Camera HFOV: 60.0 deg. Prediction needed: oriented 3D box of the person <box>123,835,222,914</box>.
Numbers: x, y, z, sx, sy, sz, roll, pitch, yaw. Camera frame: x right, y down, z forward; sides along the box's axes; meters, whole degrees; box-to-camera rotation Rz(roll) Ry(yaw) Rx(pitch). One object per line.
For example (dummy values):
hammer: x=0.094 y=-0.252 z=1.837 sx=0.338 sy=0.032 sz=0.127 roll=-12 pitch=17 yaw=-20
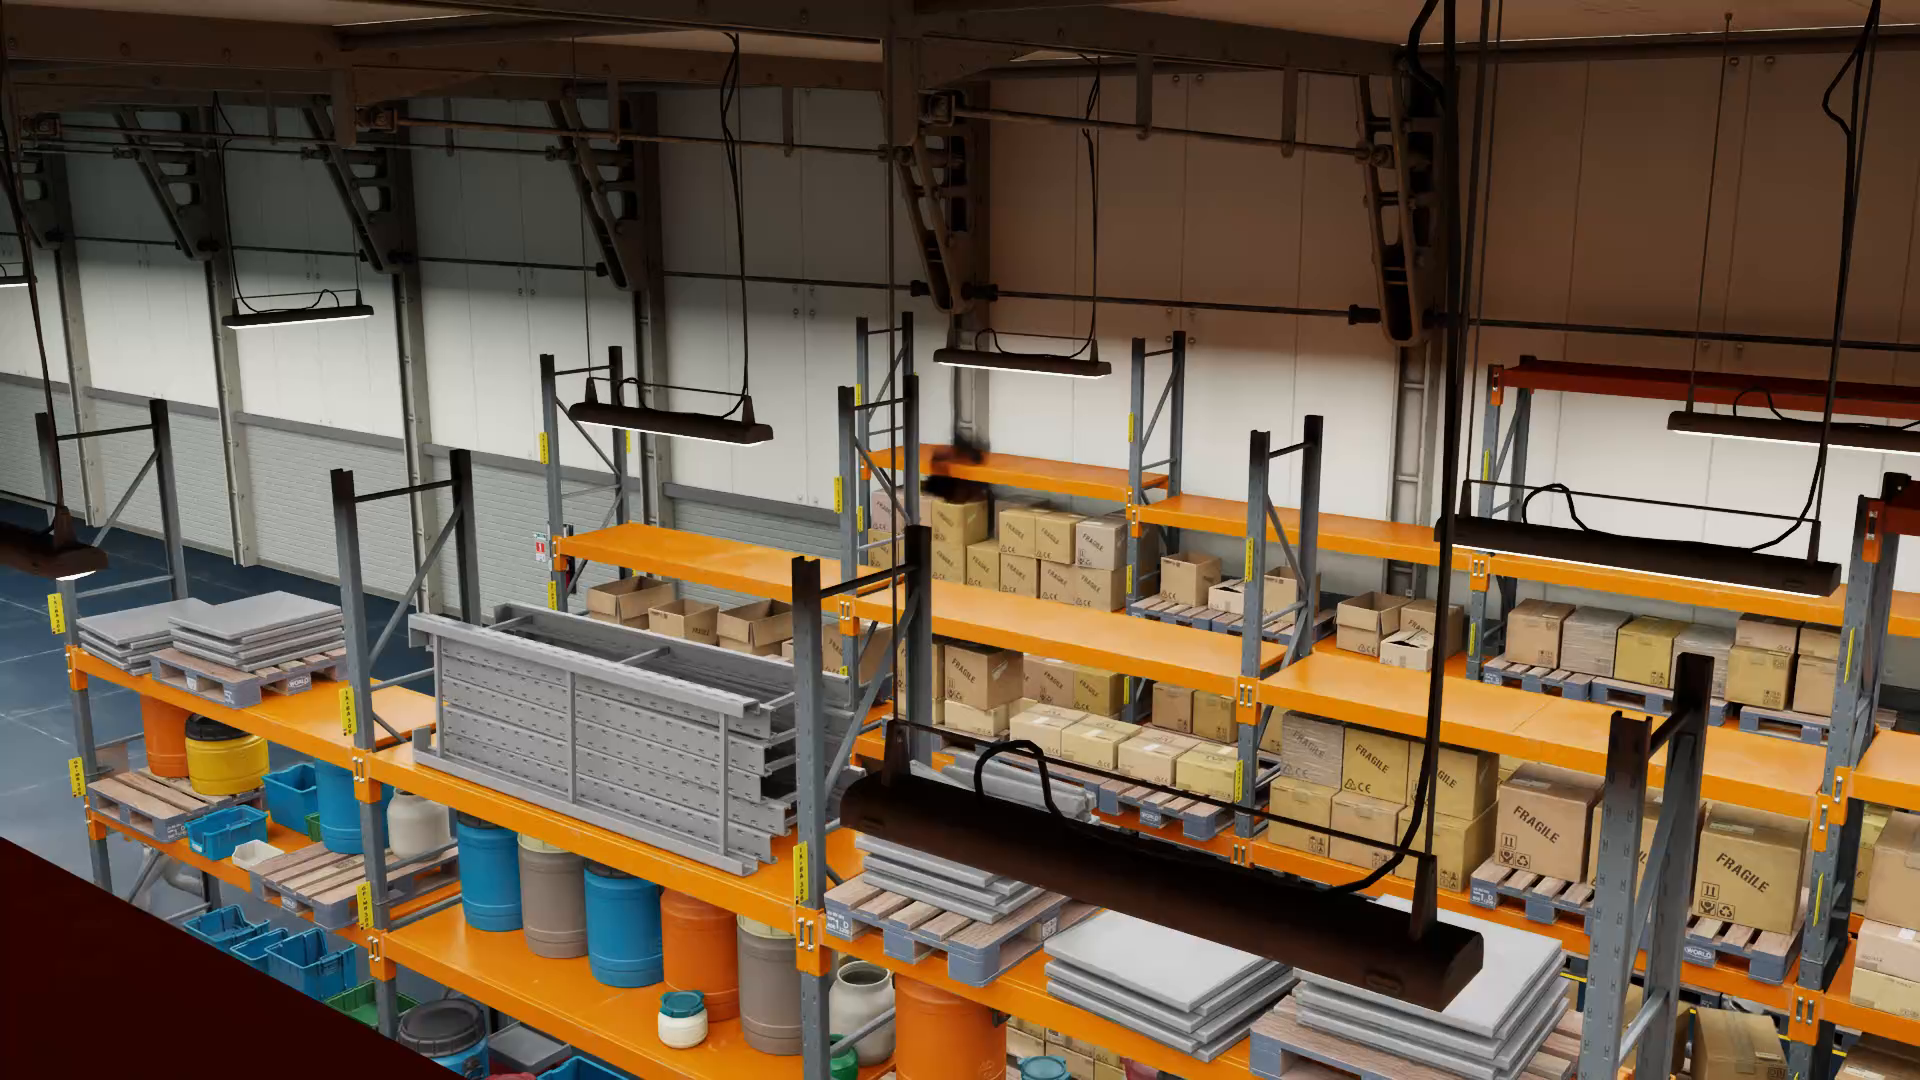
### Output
person: x=-8.361 y=3.290 z=17.403 sx=0.975 sy=1.737 sz=0.543 roll=-7 pitch=15 yaw=-26

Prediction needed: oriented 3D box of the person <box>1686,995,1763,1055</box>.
person: x=5.988 y=4.303 z=12.913 sx=0.839 sy=1.730 sz=0.592 roll=8 pitch=15 yaw=30
